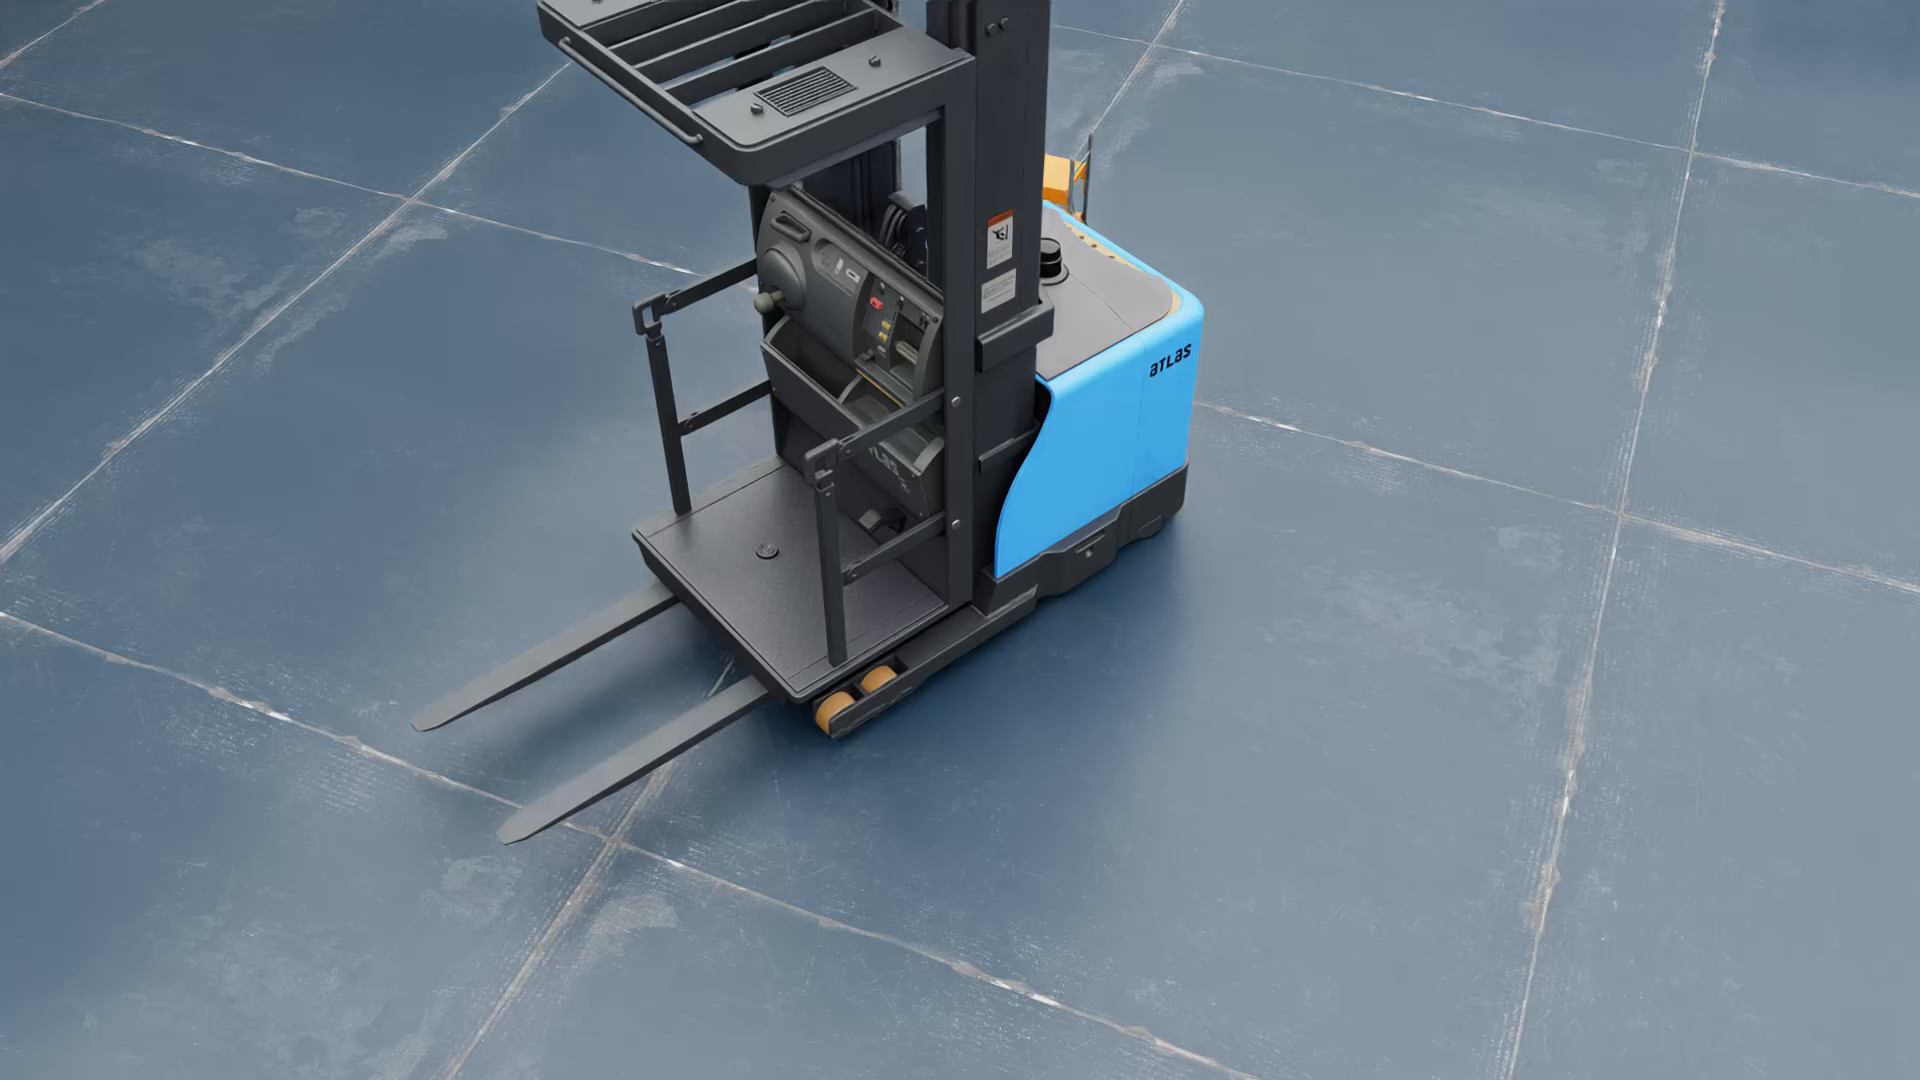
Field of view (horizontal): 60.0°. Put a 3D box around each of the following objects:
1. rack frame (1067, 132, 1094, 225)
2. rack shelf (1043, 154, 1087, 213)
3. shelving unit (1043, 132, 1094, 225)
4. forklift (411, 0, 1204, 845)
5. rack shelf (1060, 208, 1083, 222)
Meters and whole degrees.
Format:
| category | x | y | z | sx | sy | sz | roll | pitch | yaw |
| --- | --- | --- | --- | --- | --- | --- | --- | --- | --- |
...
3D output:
| category | x | y | z | sx | sy | sz | roll | pitch | yaw |
| --- | --- | --- | --- | --- | --- | --- | --- | --- | --- |
| rack frame | 0.476 | -1.127 | 7.024 | 0.015 | 1.200 | 0.240 | 16 | 45 | 16 |
| rack shelf | 0.257 | -1.482 | 6.824 | 0.480 | 0.148 | 0.258 | 16 | 45 | 16 |
| shelving unit | 0.251 | -1.193 | 7.090 | 0.503 | 1.200 | 0.258 | 16 | 45 | 16 |
| forklift | -0.539 | -0.748 | 5.423 | 3.031 | 2.935 | 1.130 | -30 | 52 | -27 |
| rack shelf | 0.253 | -1.308 | 6.984 | 0.480 | 0.148 | 0.258 | 16 | 45 | 16 |
